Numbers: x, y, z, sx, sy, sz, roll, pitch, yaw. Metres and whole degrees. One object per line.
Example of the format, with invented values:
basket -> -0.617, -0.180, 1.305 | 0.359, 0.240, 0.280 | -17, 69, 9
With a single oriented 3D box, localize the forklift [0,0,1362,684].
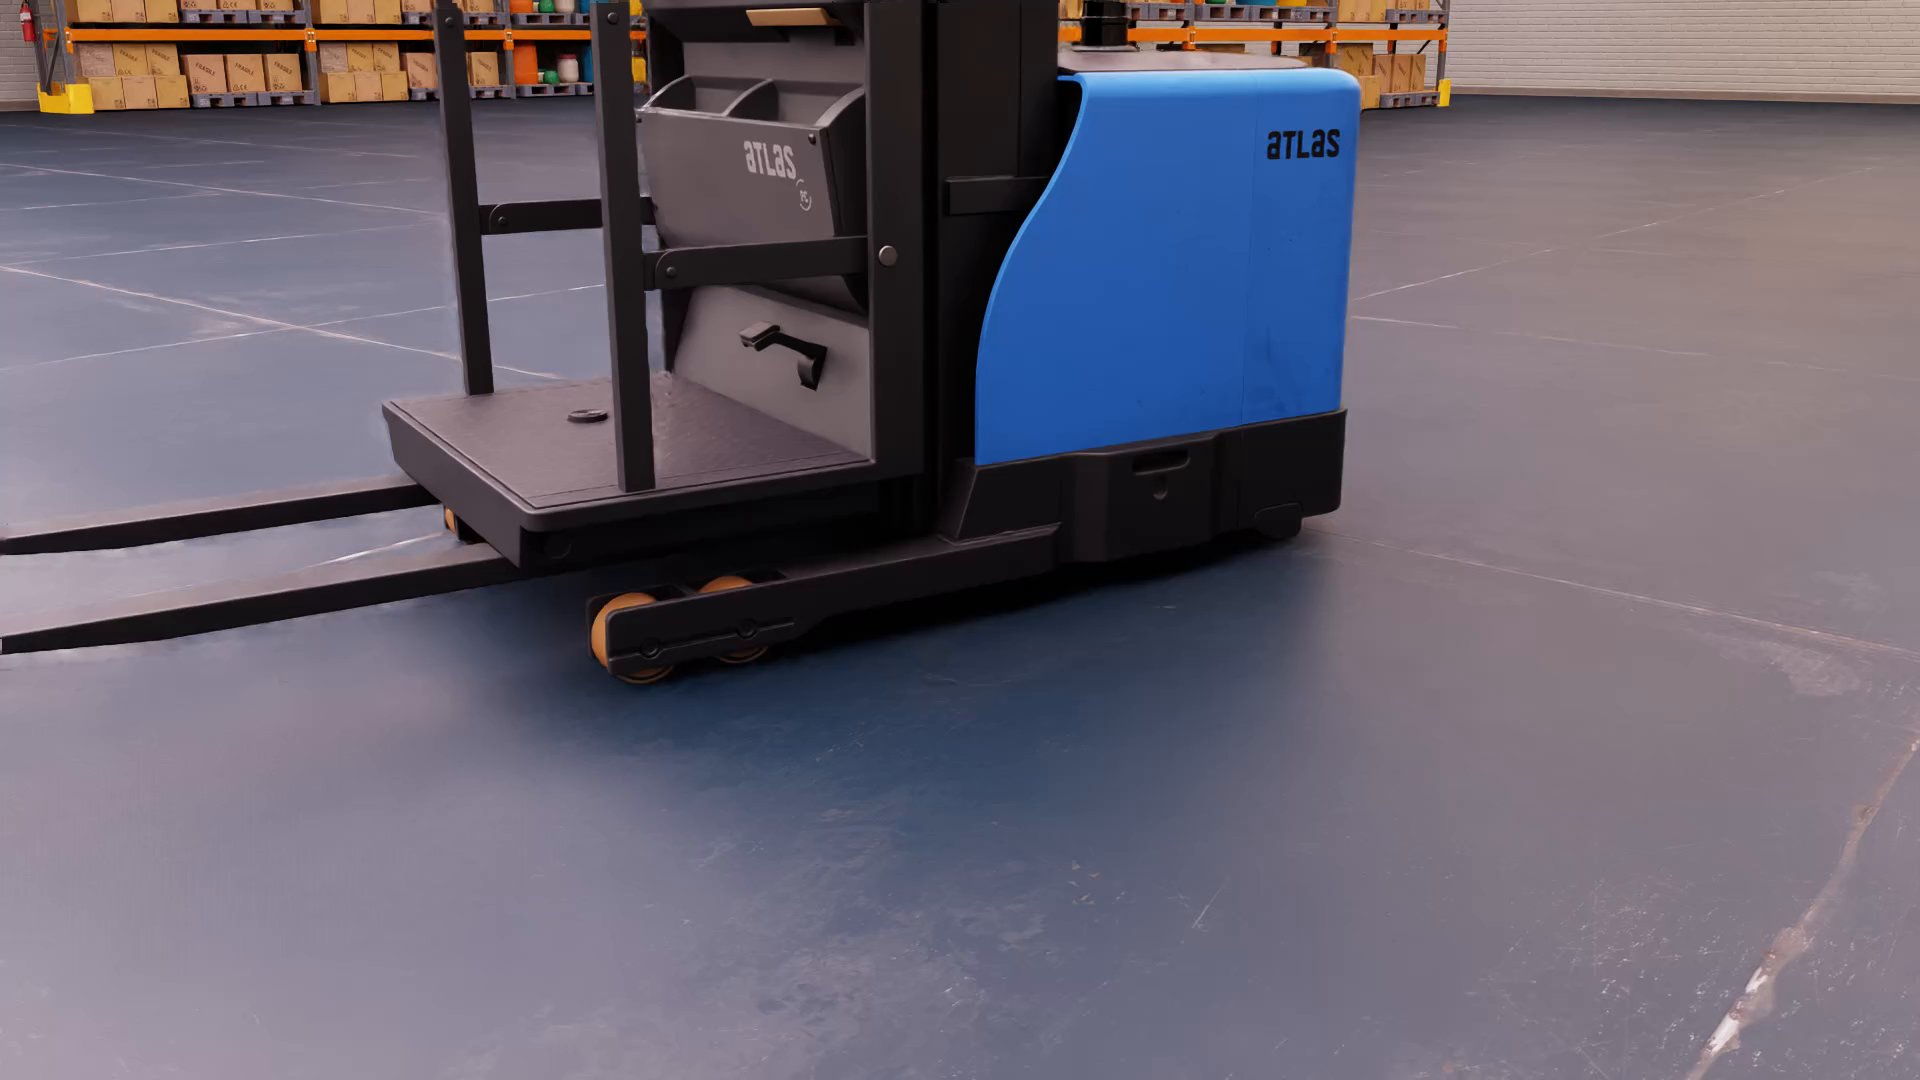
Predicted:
forklift -> -0.616, -1.311, 3.216 | 3.031, 2.935, 1.130 | -10, 20, -30
